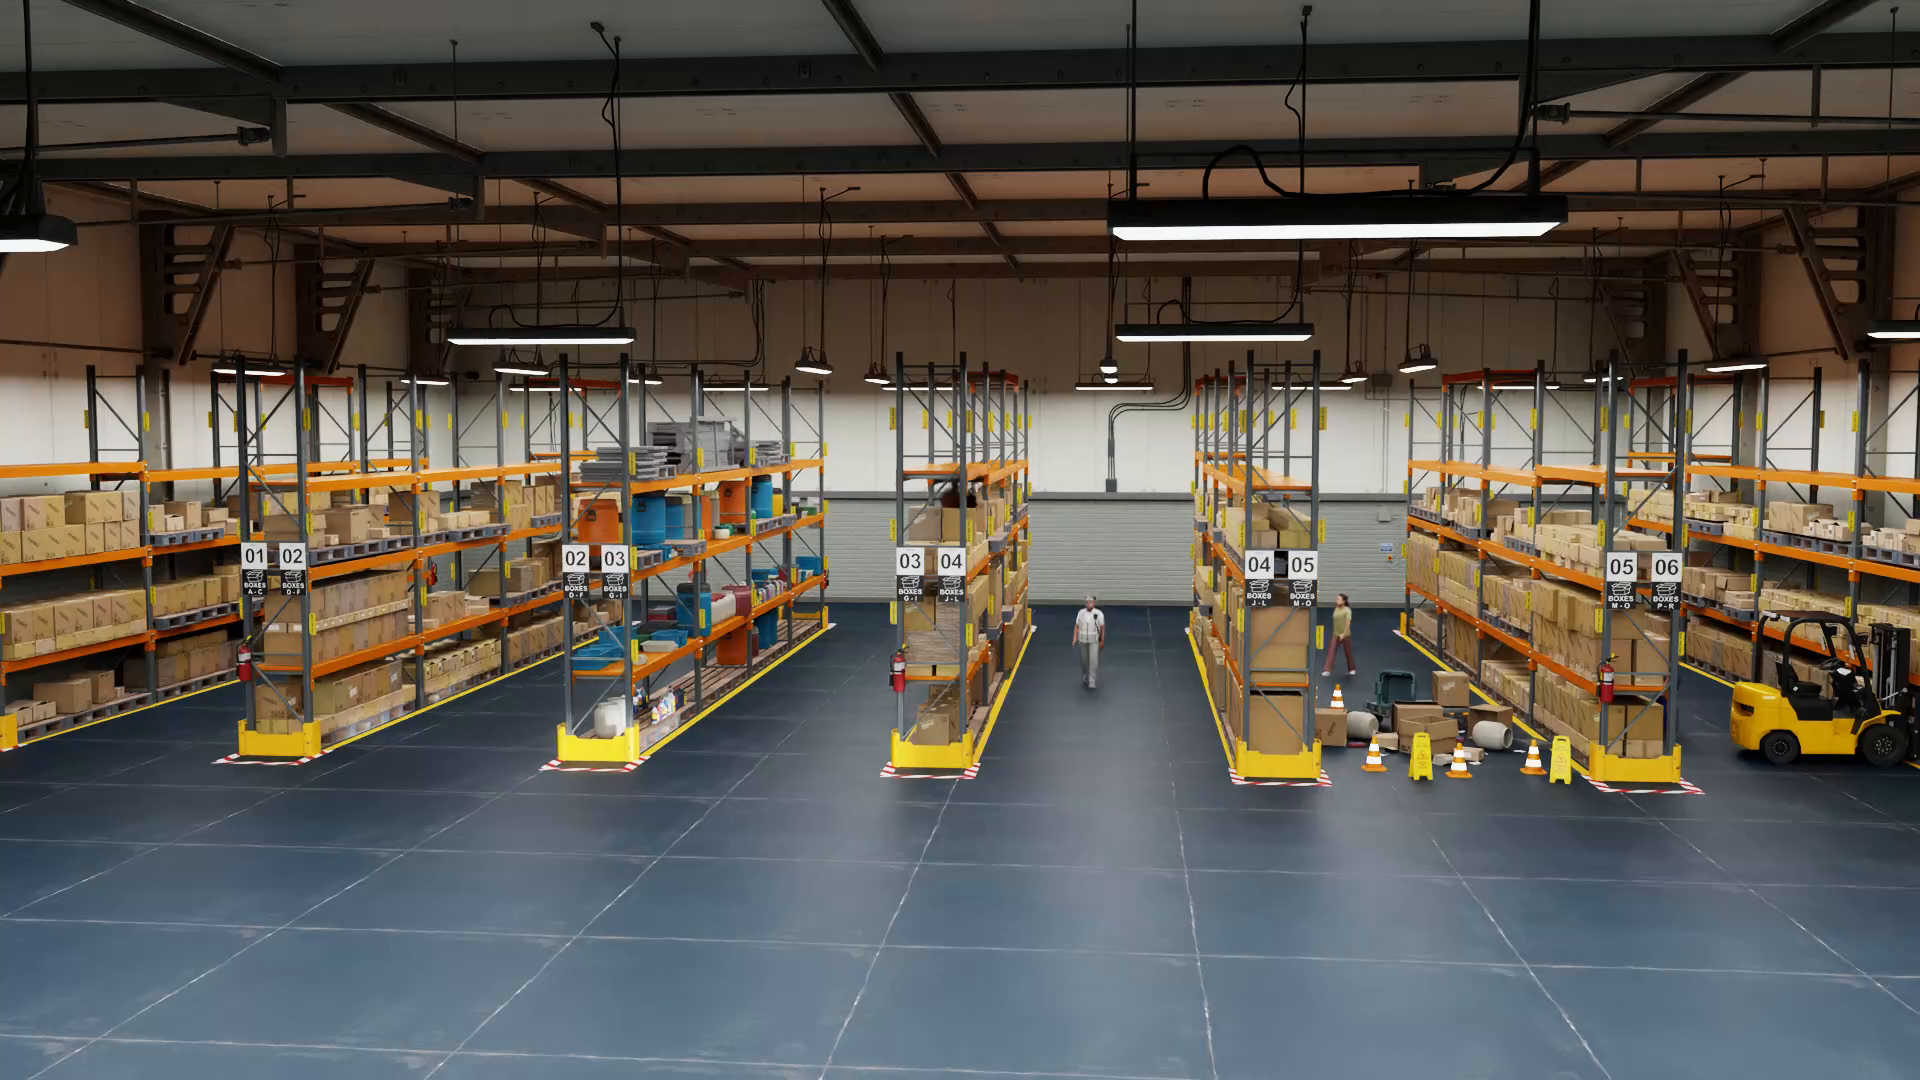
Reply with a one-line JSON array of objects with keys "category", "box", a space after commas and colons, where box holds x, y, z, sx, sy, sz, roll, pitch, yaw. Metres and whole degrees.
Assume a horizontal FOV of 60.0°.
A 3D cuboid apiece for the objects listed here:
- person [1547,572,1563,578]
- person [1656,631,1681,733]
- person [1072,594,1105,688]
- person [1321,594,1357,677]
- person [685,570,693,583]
[{"category": "person", "box": [14.299, 1.288, 39.960, 0.831, 1.729, 0.599, 0, 4, 2]}, {"category": "person", "box": [11.358, 2.289, 26.797, 0.443, 1.655, 0.592, 3, 5, 33]}, {"category": "person", "box": [2.438, 1.893, 31.461, 0.592, 1.731, 0.991, 1, 4, 10]}, {"category": "person", "box": [7.428, 1.861, 32.475, 1.001, 1.612, 0.439, -4, 6, -44]}, {"category": "person", "box": [-5.838, 1.528, 36.340, 0.659, 1.781, 0.462, 1, 4, 20]}]
